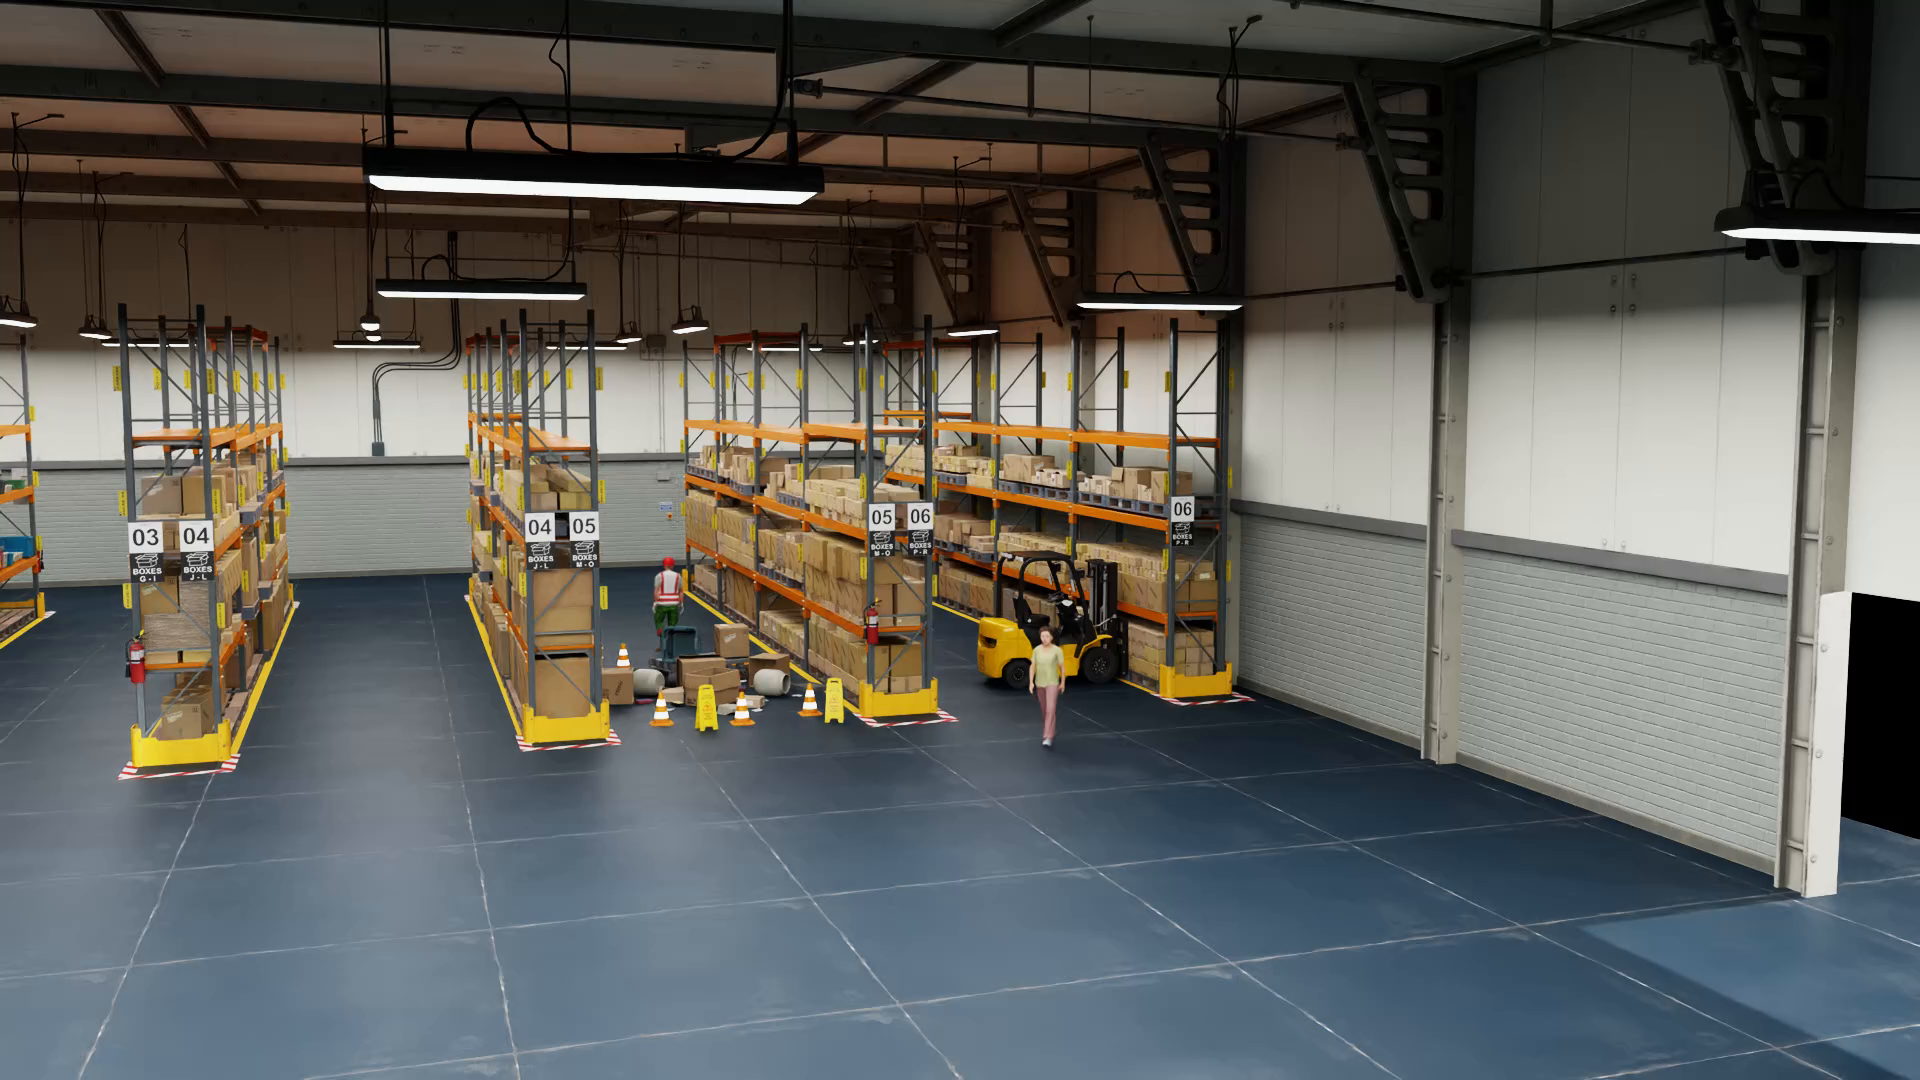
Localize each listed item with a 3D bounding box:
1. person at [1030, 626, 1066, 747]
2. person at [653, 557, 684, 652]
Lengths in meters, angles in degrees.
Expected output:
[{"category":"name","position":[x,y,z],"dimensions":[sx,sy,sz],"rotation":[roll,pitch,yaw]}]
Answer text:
[{"category":"person","position":[1.198,2.003,22.981],"dimensions":[0.497,1.610,1.030],"rotation":[3,6,27]},{"category":"person","position":[-5.373,1.200,30.608],"dimensions":[0.594,1.769,0.465],"rotation":[-2,6,-23]}]
